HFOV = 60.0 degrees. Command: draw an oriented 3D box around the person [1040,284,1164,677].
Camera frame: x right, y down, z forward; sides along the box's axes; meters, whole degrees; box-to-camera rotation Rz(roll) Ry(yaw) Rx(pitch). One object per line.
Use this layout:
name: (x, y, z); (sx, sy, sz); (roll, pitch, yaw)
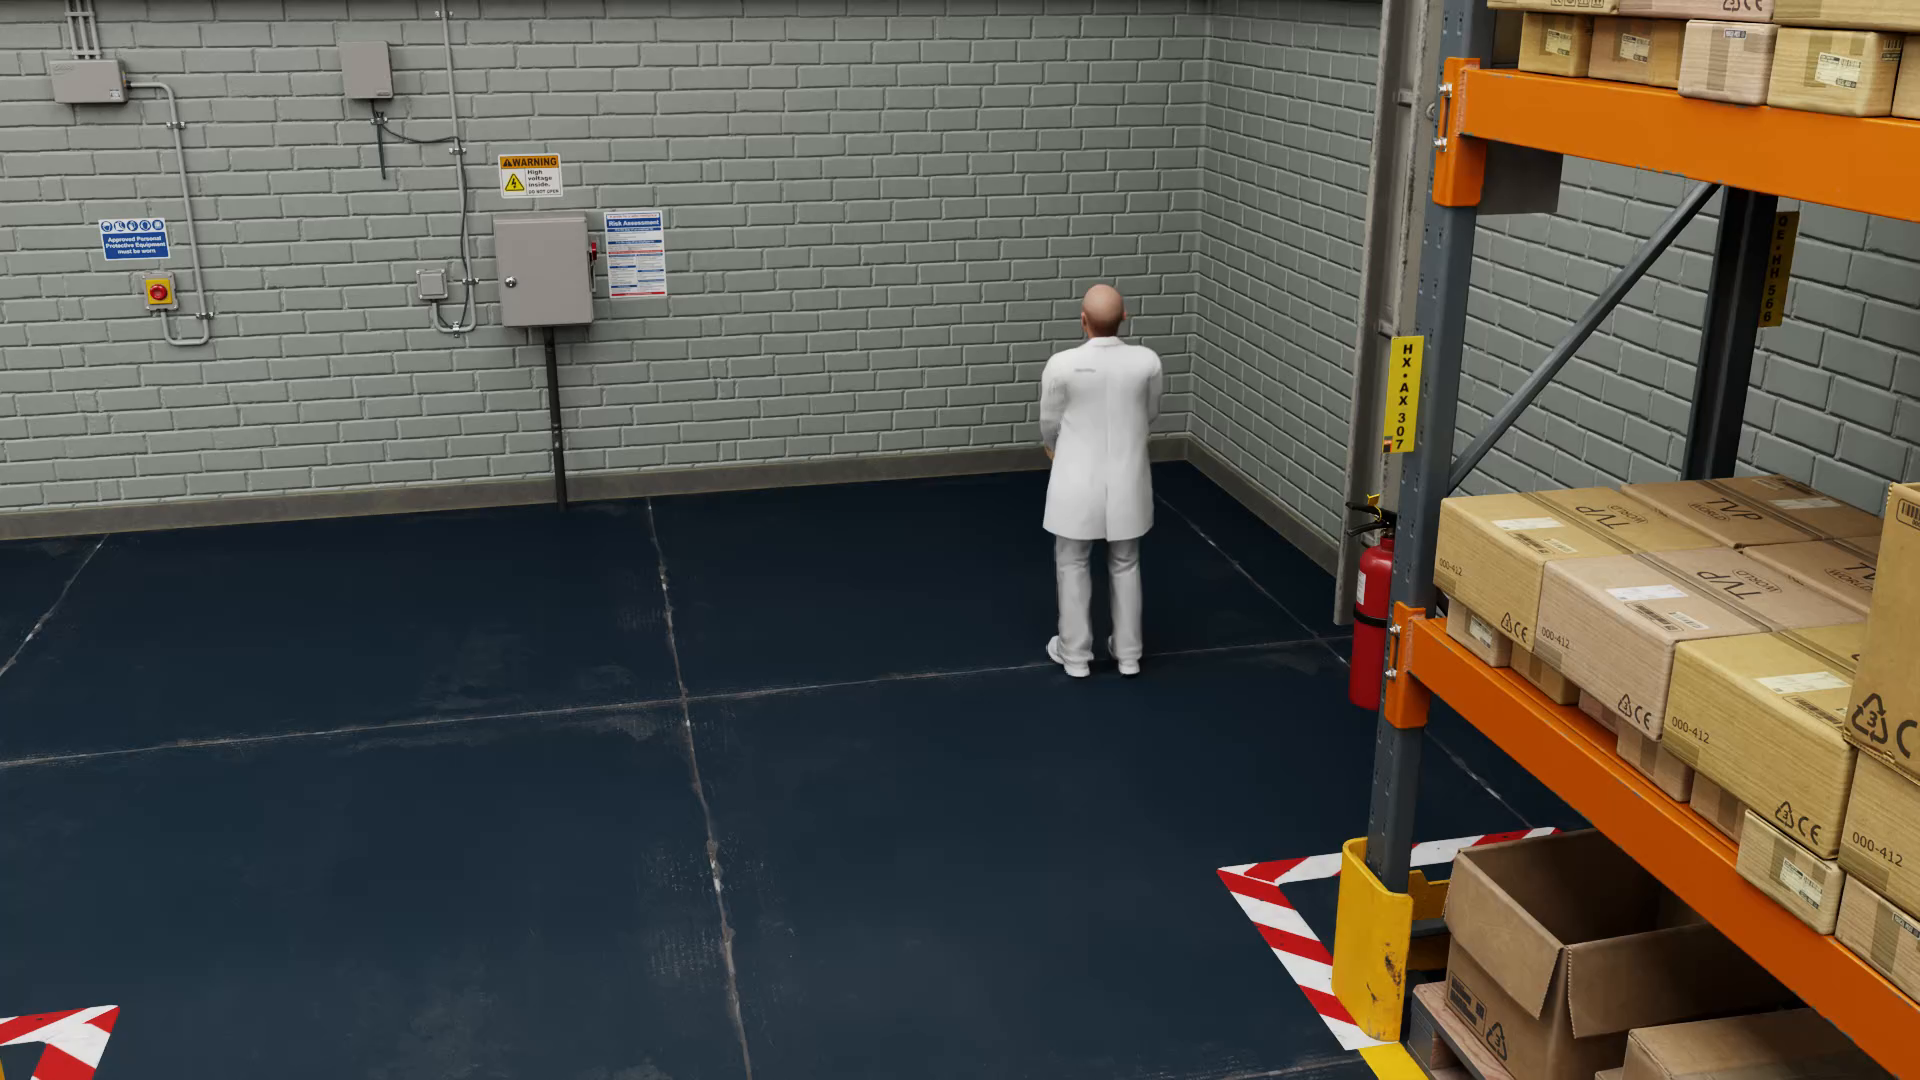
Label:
person: (0.602, -0.282, 7.390); (0.538, 1.778, 0.553); (-2, 19, -6)
